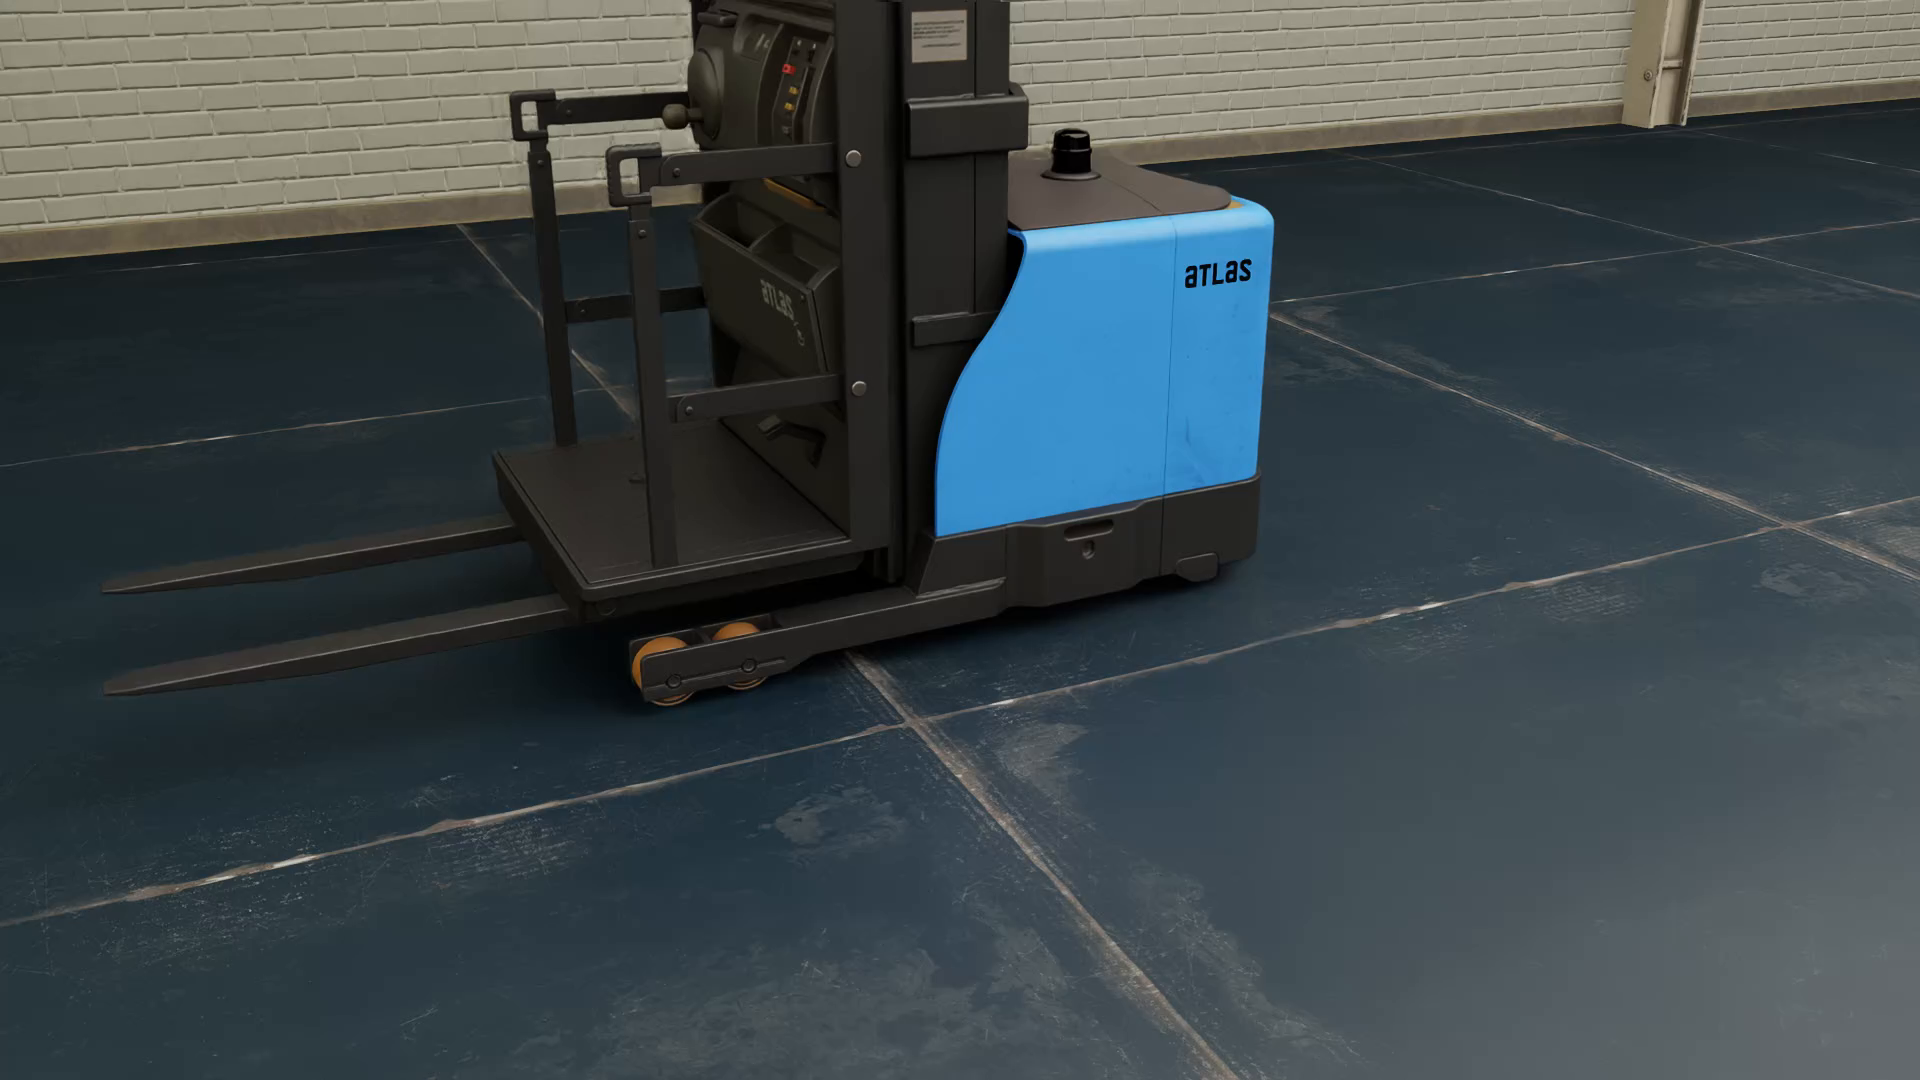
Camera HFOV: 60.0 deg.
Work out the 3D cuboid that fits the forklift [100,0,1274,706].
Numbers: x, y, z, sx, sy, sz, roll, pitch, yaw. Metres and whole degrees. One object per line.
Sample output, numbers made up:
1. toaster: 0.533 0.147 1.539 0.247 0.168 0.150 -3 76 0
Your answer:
1. forklift: -0.691 -1.174 4.112 3.031 2.935 1.130 -11 25 -24
